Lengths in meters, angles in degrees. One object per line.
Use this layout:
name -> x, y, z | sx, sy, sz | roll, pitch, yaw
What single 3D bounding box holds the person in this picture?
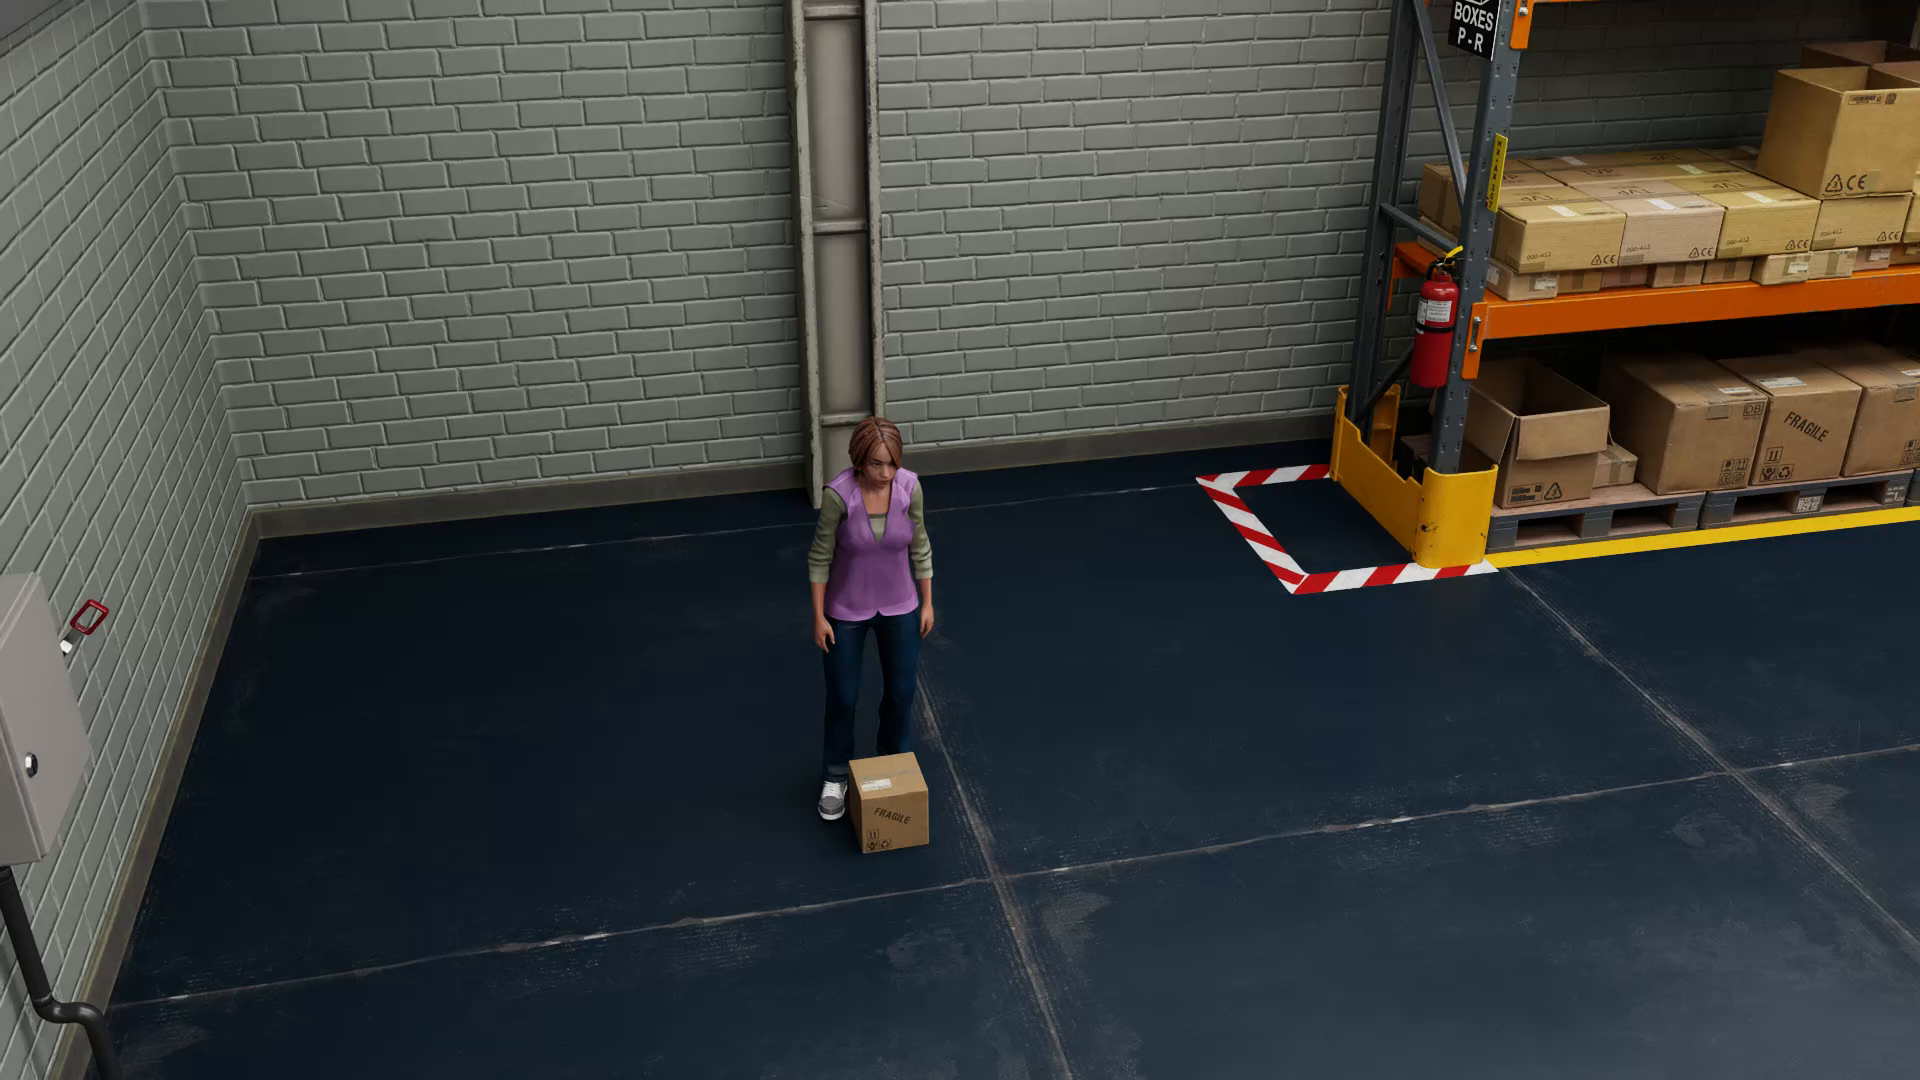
person -> -0.327, 0.272, 6.099 | 0.484, 1.592, 0.346 | -8, 28, -15
